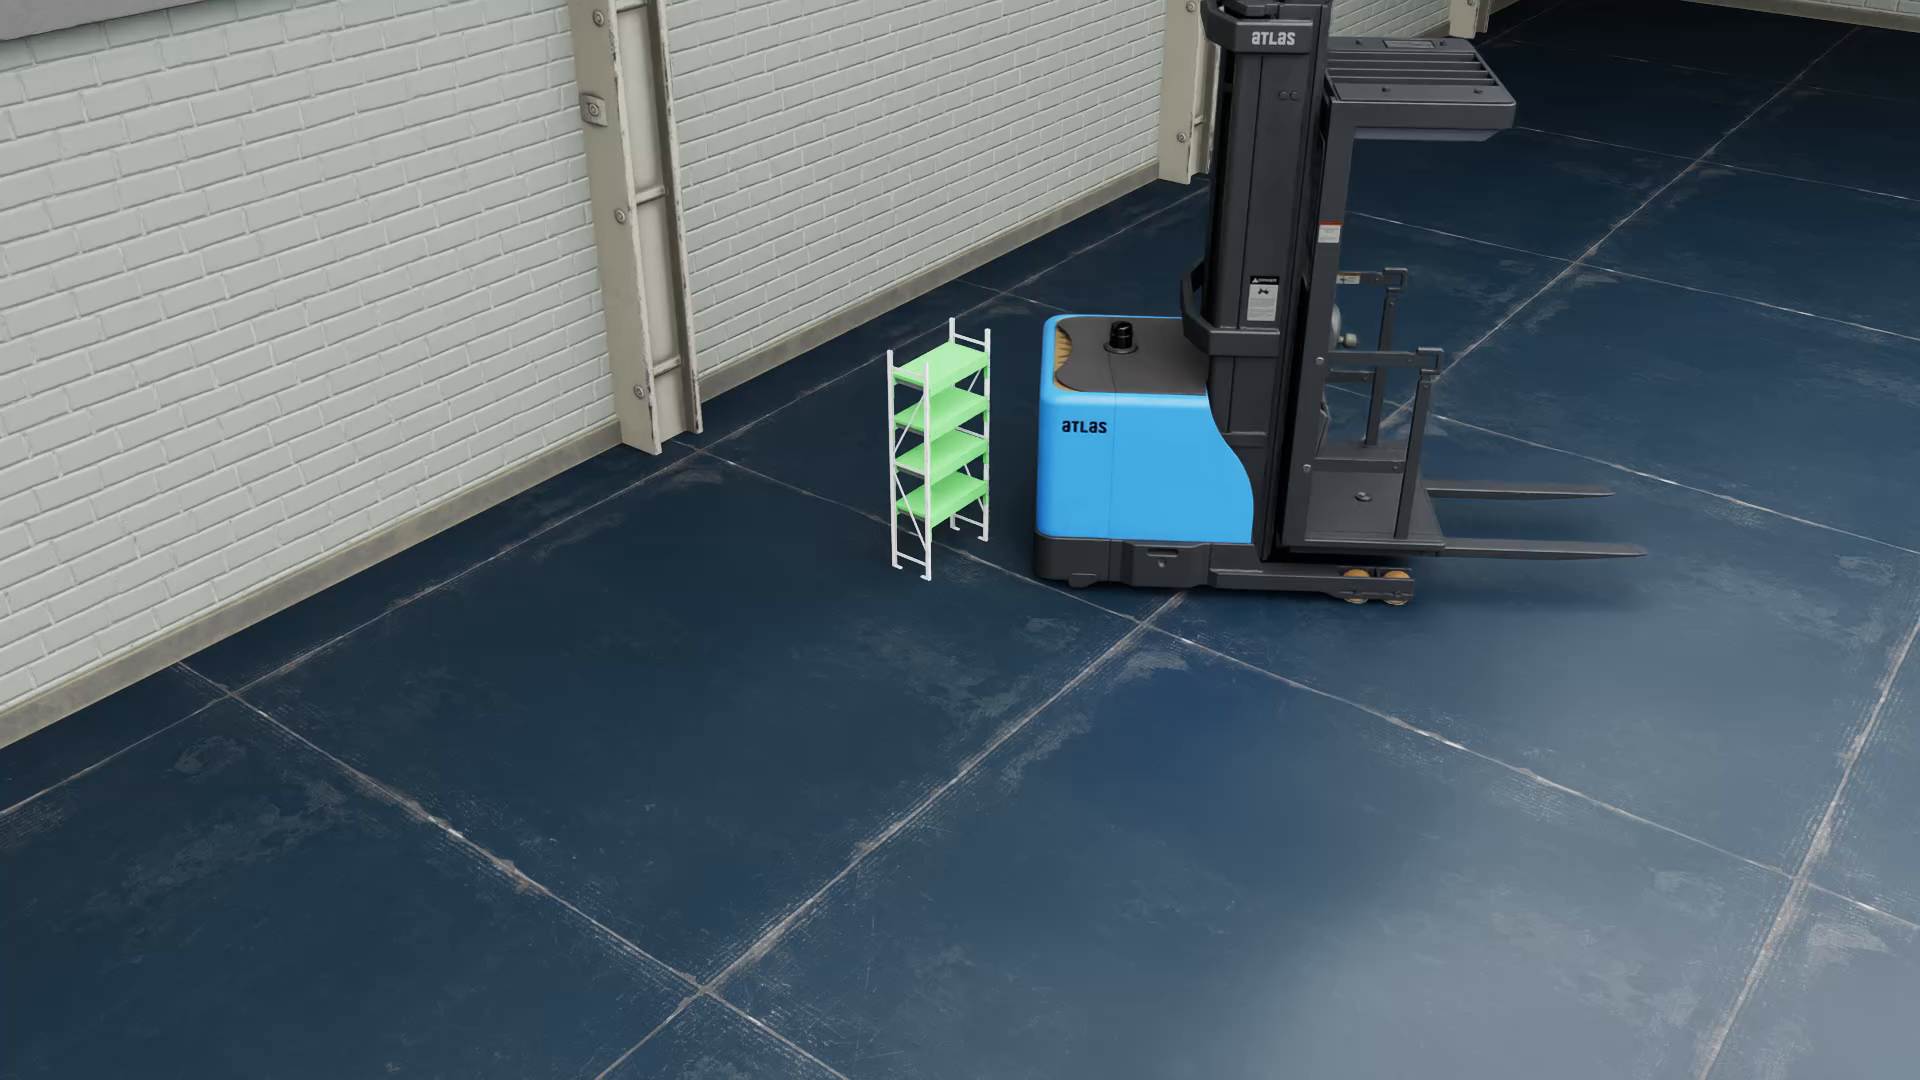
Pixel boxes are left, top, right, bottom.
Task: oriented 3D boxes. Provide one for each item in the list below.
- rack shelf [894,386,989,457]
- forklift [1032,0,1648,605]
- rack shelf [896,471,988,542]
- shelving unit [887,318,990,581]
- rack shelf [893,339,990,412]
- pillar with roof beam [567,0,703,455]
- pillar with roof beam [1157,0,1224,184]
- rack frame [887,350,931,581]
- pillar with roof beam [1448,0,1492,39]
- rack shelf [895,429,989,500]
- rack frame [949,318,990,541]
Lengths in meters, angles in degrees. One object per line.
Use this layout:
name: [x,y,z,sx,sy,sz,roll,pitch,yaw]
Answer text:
rack shelf: [-0.100,-0.600,8.241,0.258,0.148,0.480,21,37,31]
forklift: [1.904,-1.222,7.937,3.031,2.935,1.130,2,31,3]
rack shelf: [-0.100,-0.187,8.485,0.258,0.148,0.480,21,37,31]
shelving unit: [-0.100,-0.449,8.331,0.258,1.200,0.503,21,37,31]
rack shelf: [-0.100,-0.807,8.118,0.258,0.148,0.480,21,37,31]
pillar with roof beam: [1.675,-3.161,5.258,9.100,9.000,0.400,21,37,31]
pillar with roof beam: [5.297,-5.600,9.373,9.100,9.000,0.400,21,37,31]
rack frame: [-0.247,-0.350,8.163,0.240,1.200,0.015,21,37,31]
pillar with roof beam: [8.919,-8.039,13.488,9.100,9.000,0.400,21,37,31]
rack shelf: [-0.100,-0.394,8.363,0.258,0.148,0.480,21,37,31]
rack frame: [0.047,-0.548,8.498,0.240,1.200,0.015,21,37,31]
